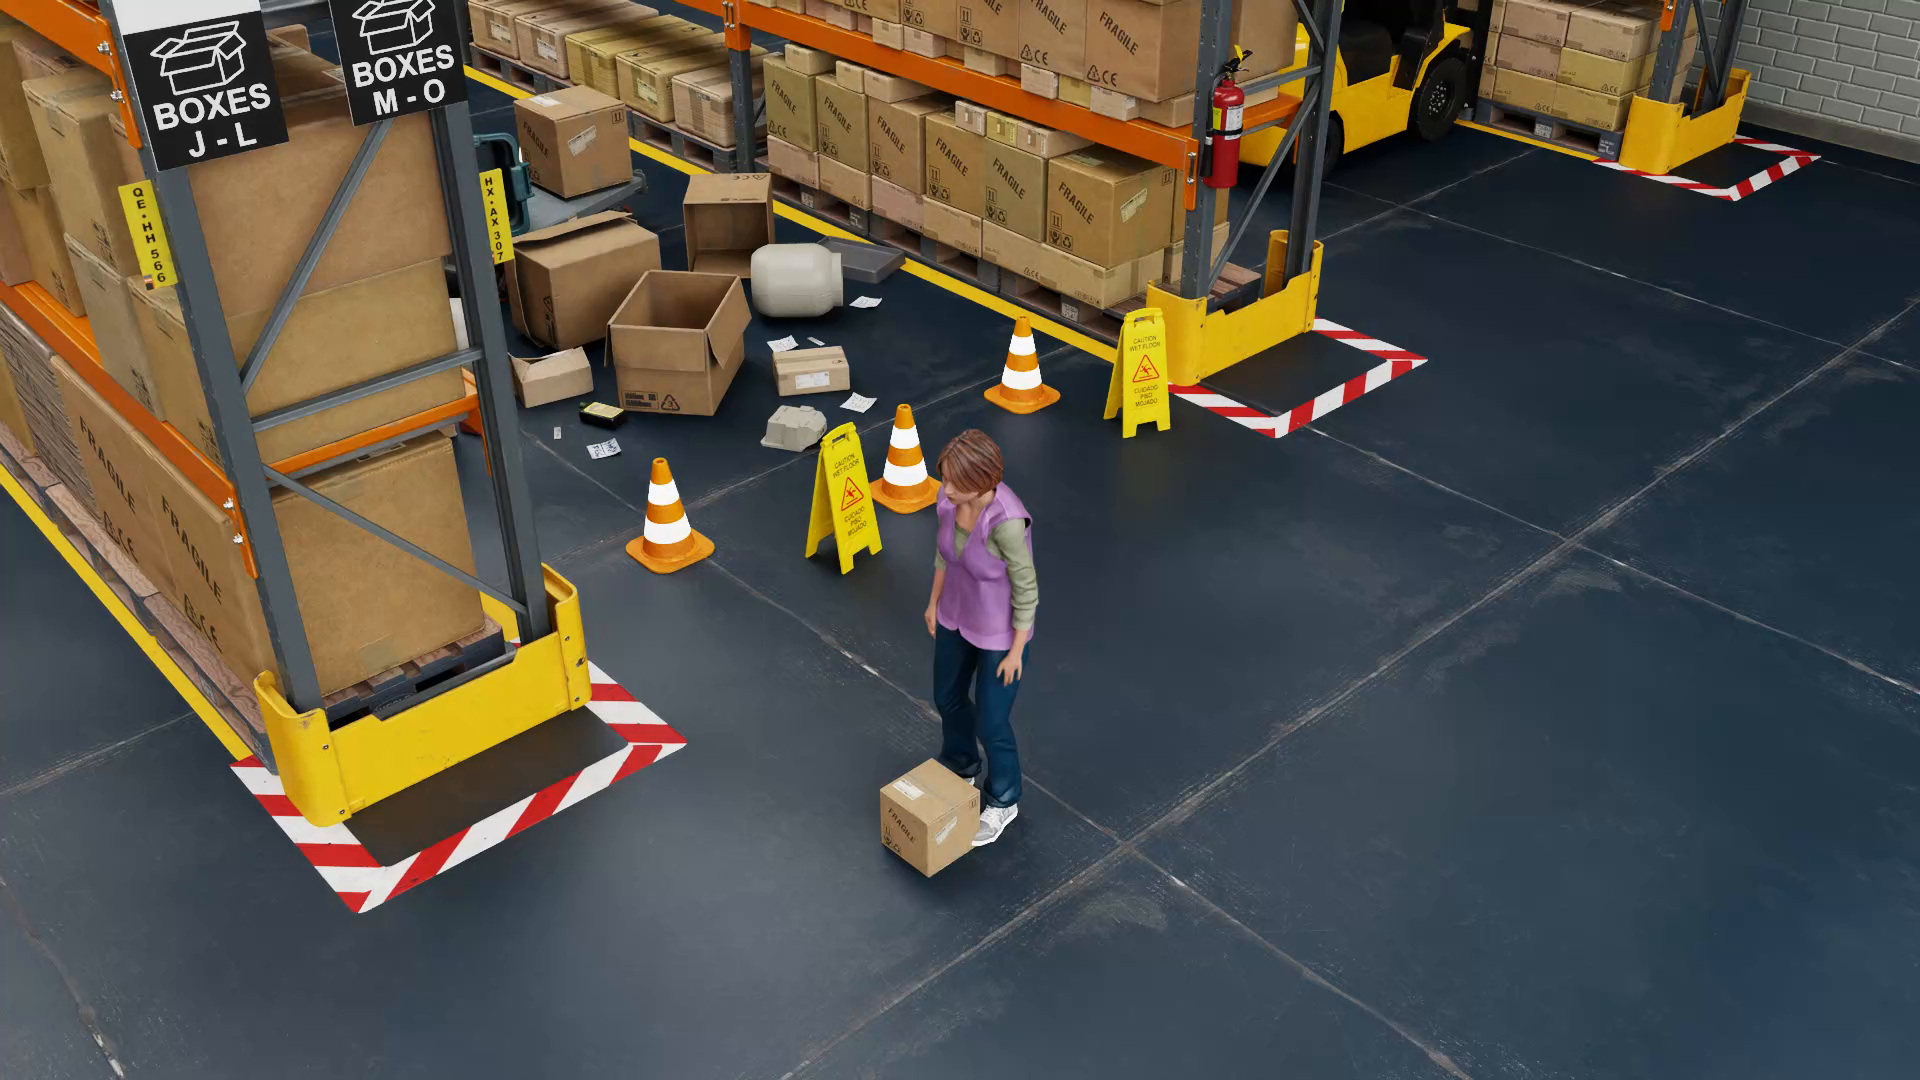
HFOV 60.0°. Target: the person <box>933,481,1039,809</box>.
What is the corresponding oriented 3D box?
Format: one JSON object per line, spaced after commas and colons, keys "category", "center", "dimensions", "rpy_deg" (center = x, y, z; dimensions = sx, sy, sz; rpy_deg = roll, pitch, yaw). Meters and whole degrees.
{"category": "person", "center": [0.087, 0.361, 5.701], "dimensions": [0.290, 1.327, 0.457], "rpy_deg": [-27, 41, -35]}
